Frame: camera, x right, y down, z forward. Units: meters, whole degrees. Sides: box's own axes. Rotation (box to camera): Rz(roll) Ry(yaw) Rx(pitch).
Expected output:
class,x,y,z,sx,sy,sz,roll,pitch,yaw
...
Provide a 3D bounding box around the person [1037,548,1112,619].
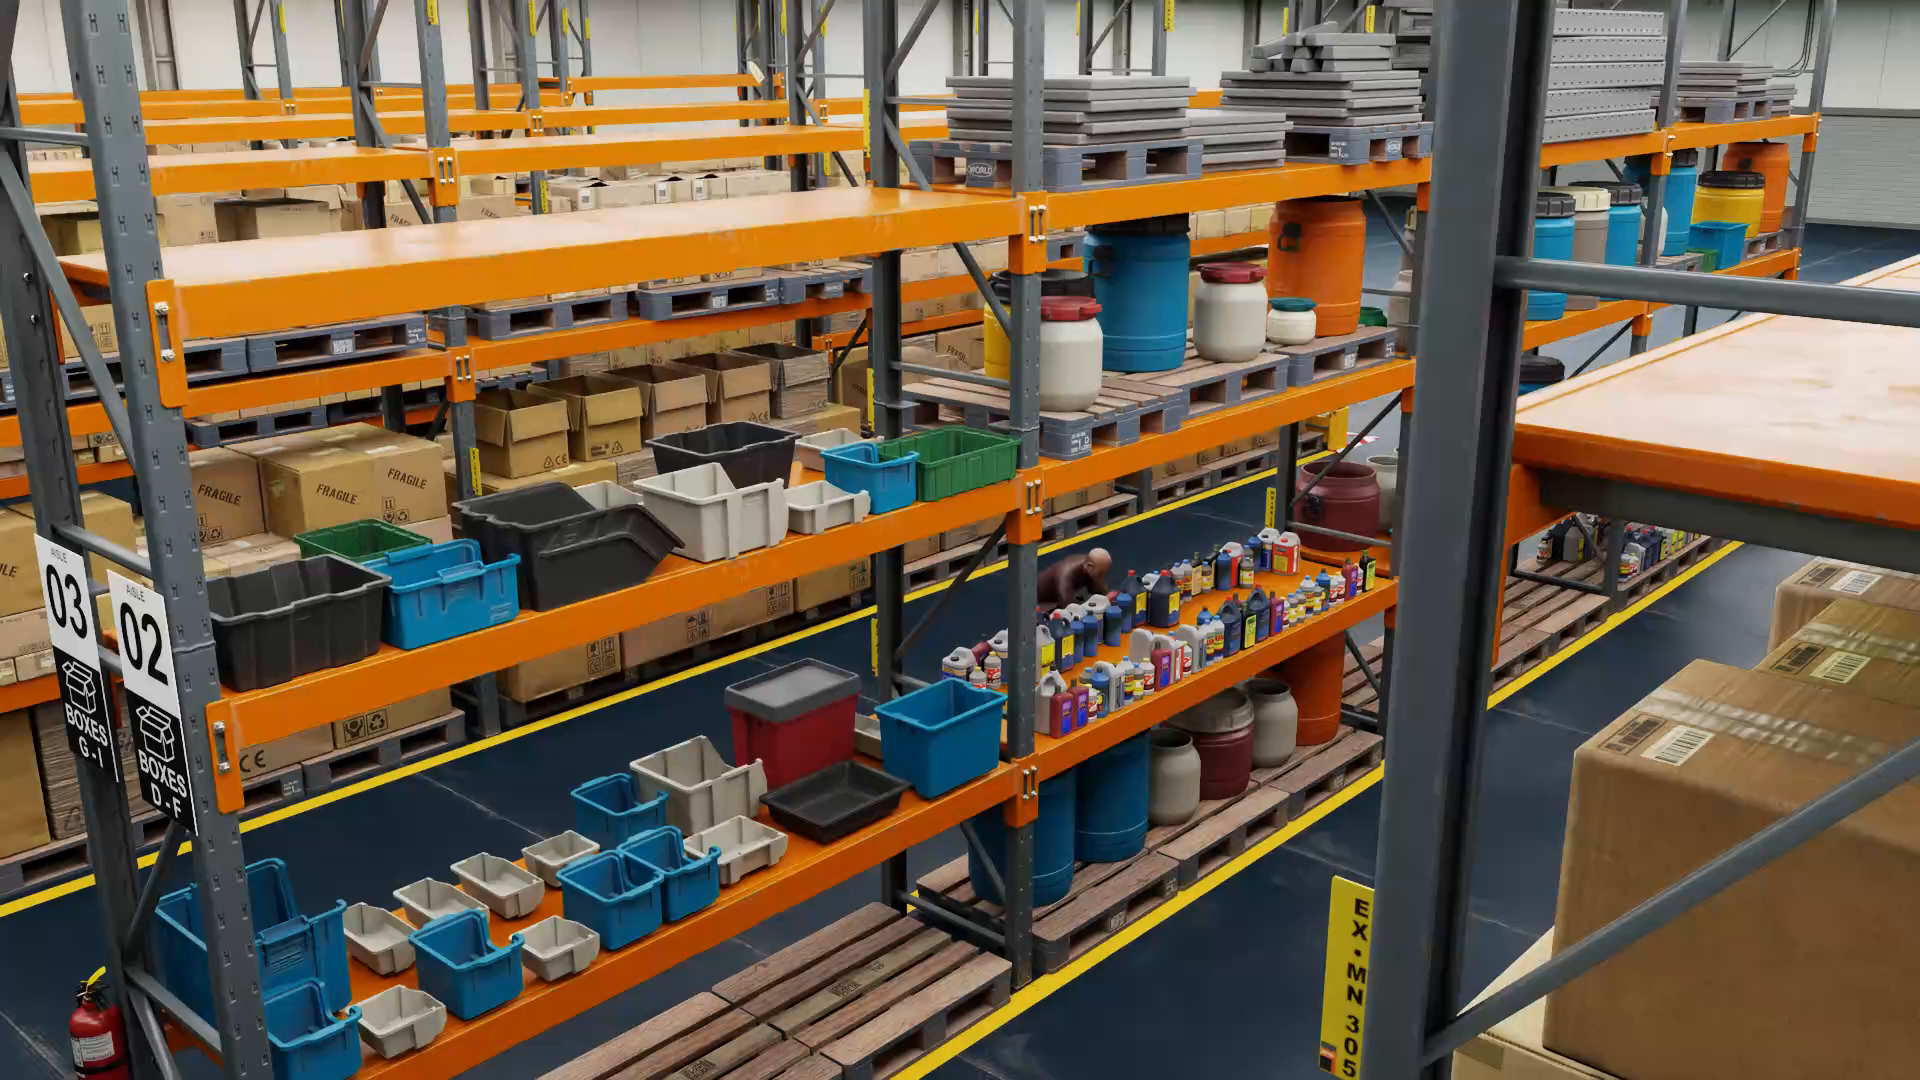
class,x,y,z,sx,sy,sz,roll,pitch,yaw
person,0.879,0.516,13.245,0.906,0.978,0.605,14,22,40
